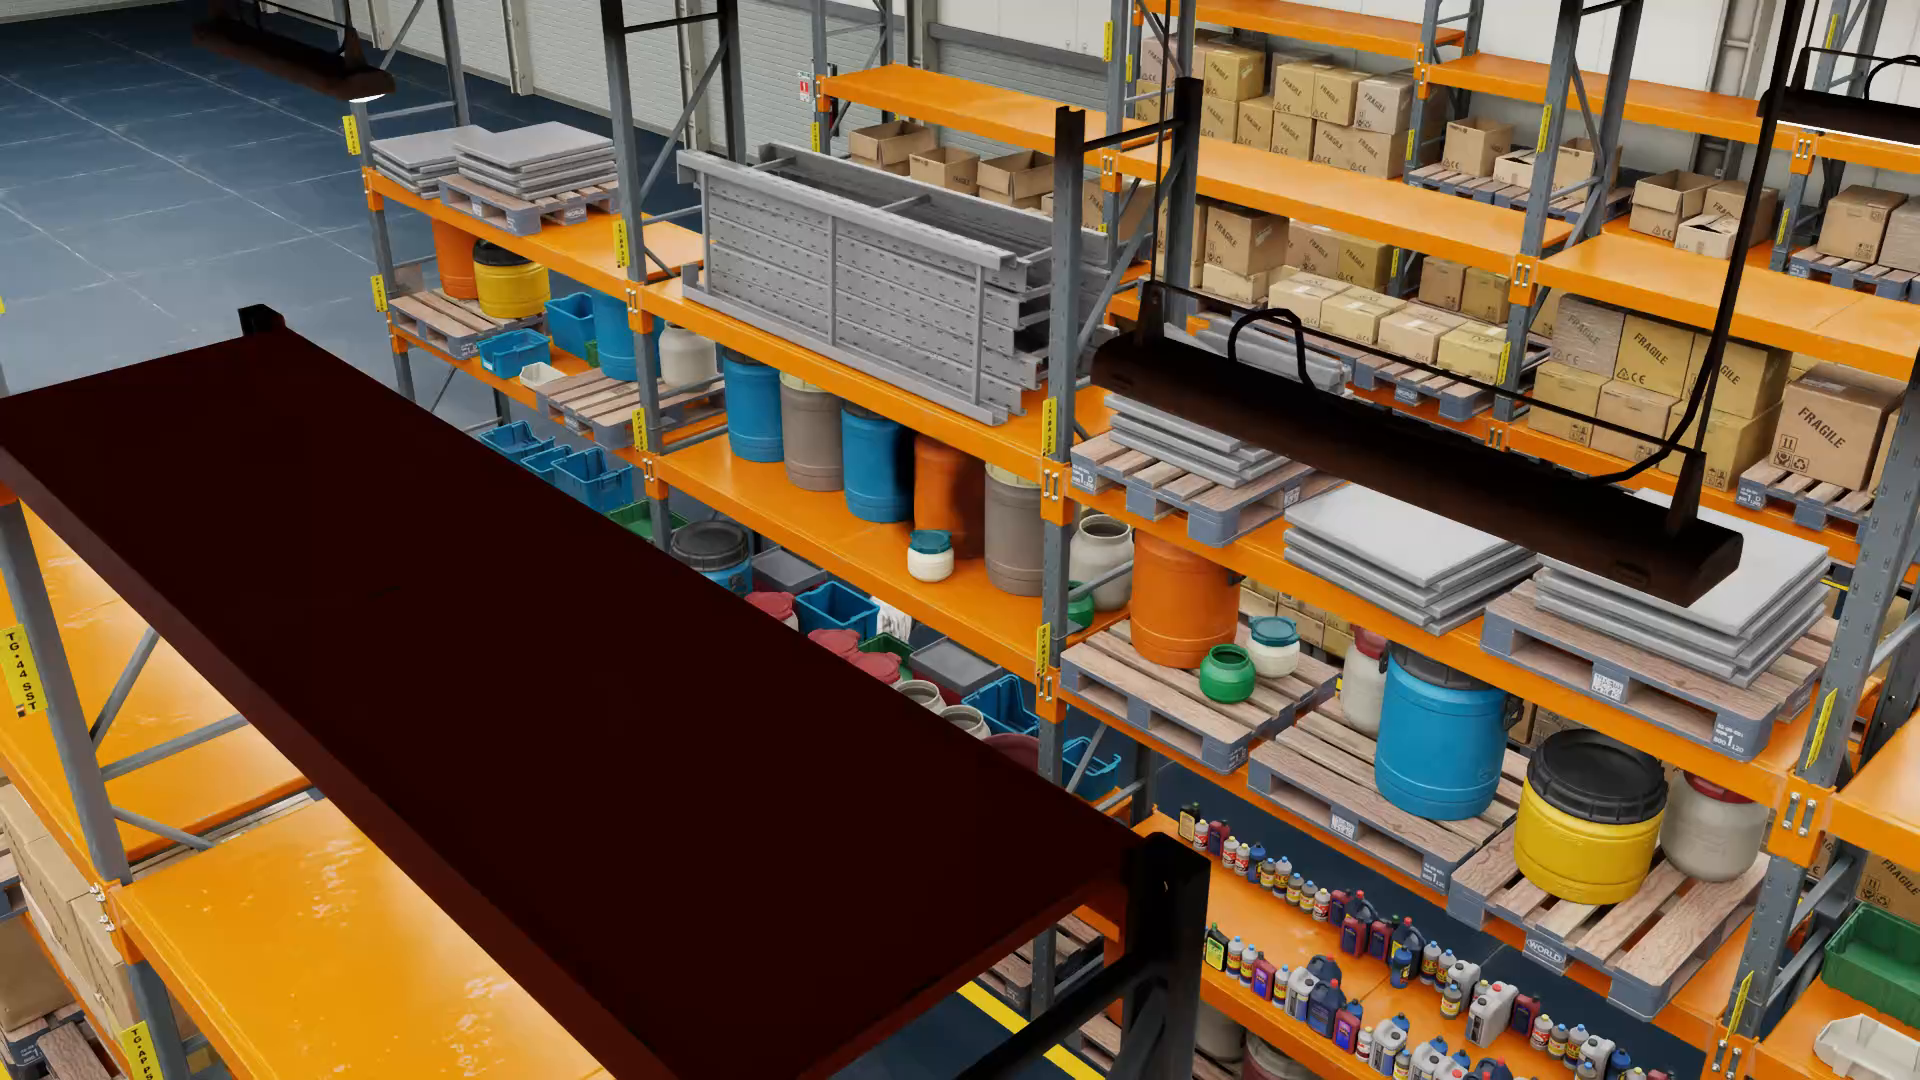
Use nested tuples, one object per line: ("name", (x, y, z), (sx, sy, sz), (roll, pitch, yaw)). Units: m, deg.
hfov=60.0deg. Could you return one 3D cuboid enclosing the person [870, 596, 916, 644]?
("person", (-0.587, 0.947, 13.283), (0.427, 1.715, 0.569), (6, 29, 11))
